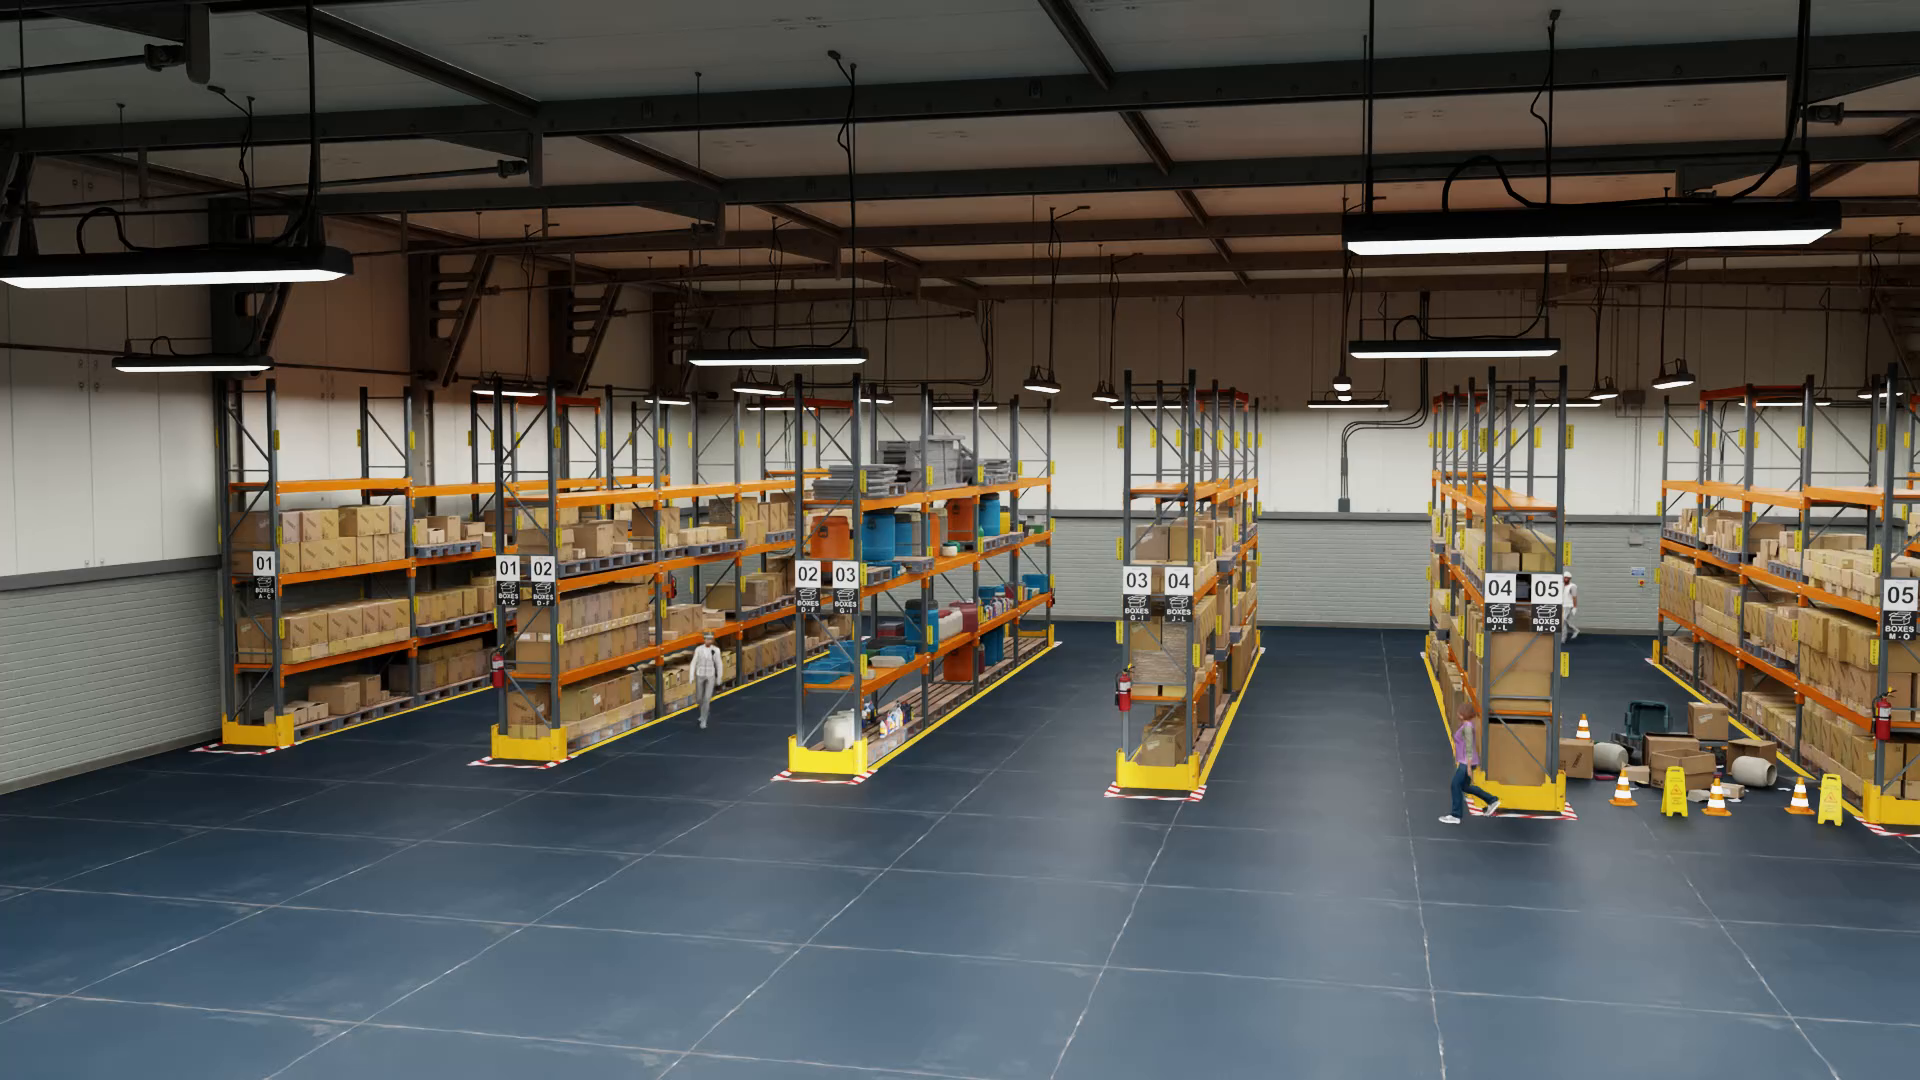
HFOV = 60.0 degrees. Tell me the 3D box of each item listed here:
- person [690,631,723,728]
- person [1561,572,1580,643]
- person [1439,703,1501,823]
[{"bbox_3d":[-4.467,2.436,29.286,0.562,1.673,0.744,0,3,-3],"label":"person"},{"bbox_3d":[14.986,1.655,40.977,0.868,1.761,0.558,-1,4,-20],"label":"person"},{"bbox_3d":[6.653,2.904,21.635,0.805,1.563,0.416,0,3,7],"label":"person"}]
